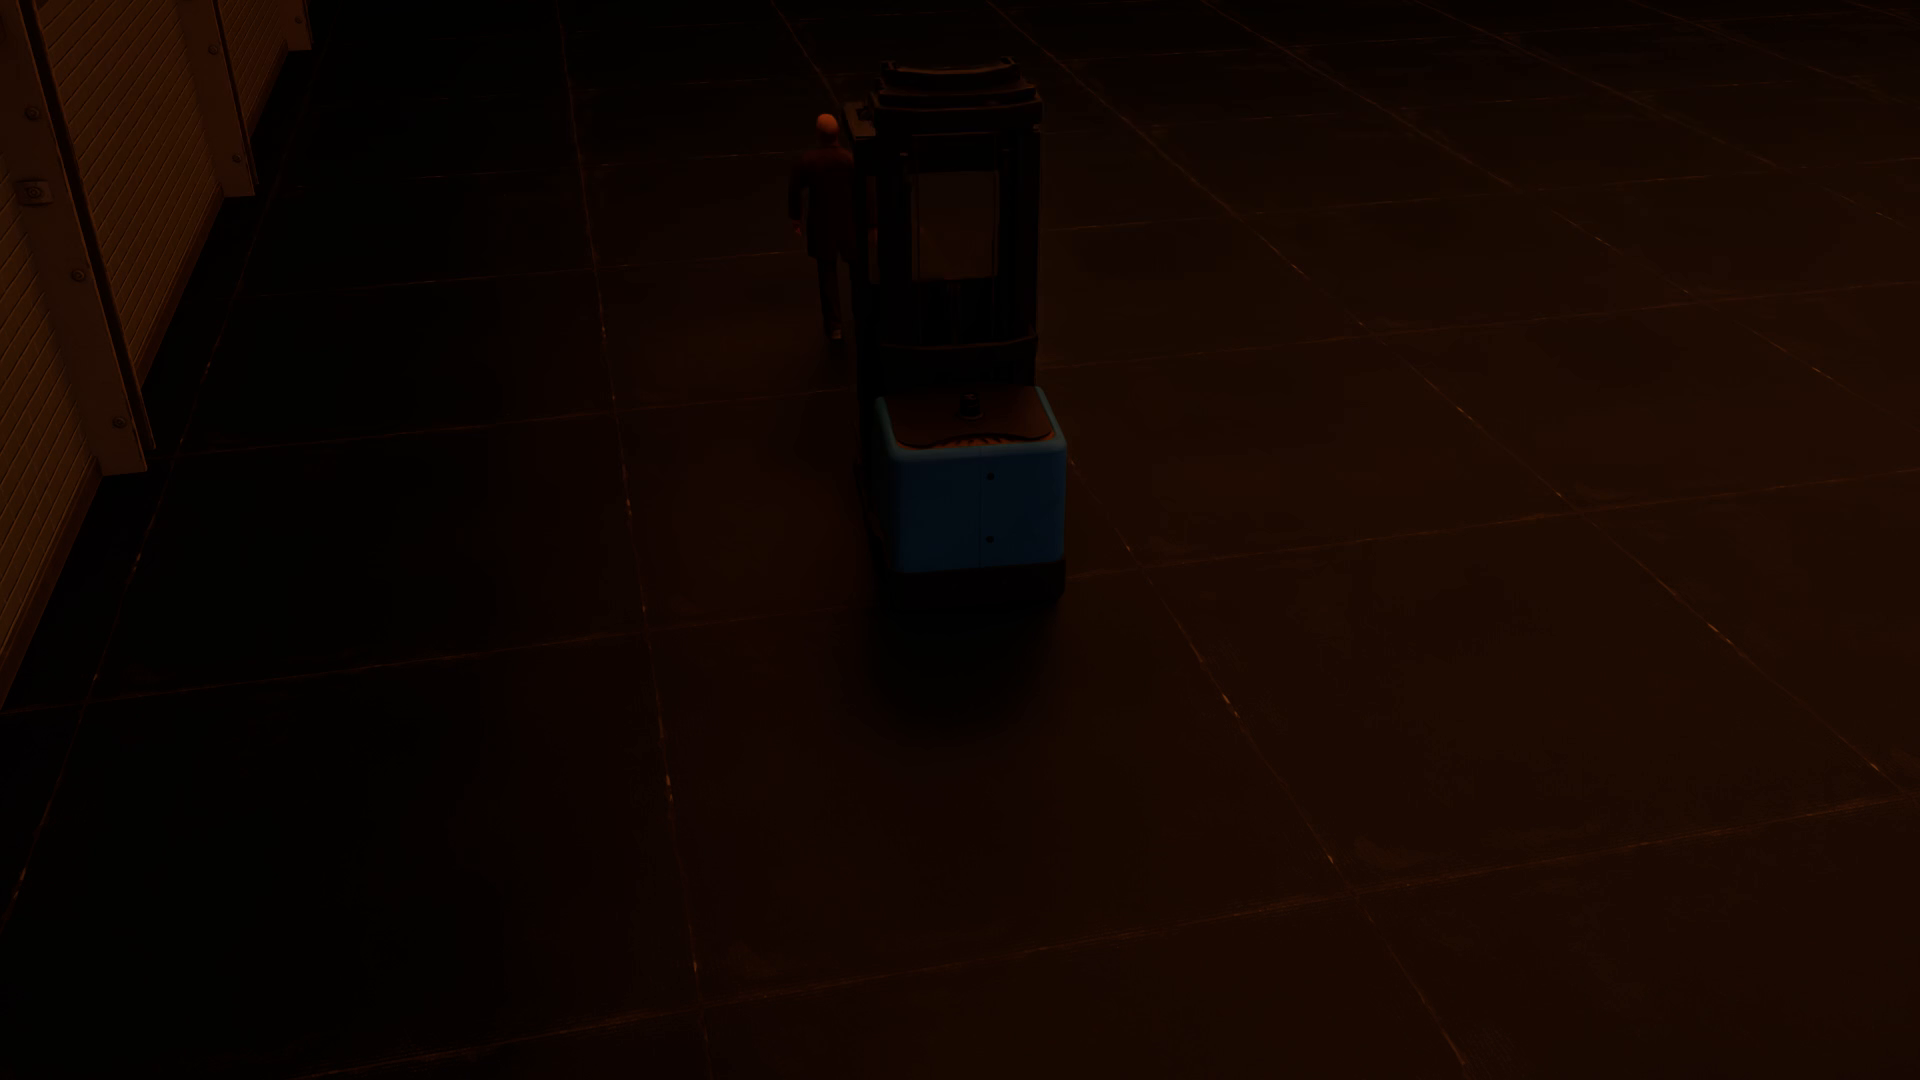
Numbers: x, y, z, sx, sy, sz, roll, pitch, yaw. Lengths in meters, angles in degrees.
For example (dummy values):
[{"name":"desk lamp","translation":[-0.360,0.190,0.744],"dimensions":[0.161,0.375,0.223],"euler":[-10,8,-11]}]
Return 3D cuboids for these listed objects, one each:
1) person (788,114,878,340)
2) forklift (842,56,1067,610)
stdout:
[{"name":"person","translation":[-0.976,-2.508,13.077],"dimensions":[0.742,1.761,0.676],"euler":[1,30,2]},{"name":"forklift","translation":[-0.116,-1.582,10.308],"dimensions":[1.130,2.935,3.031],"euler":[-4,30,-8]}]
